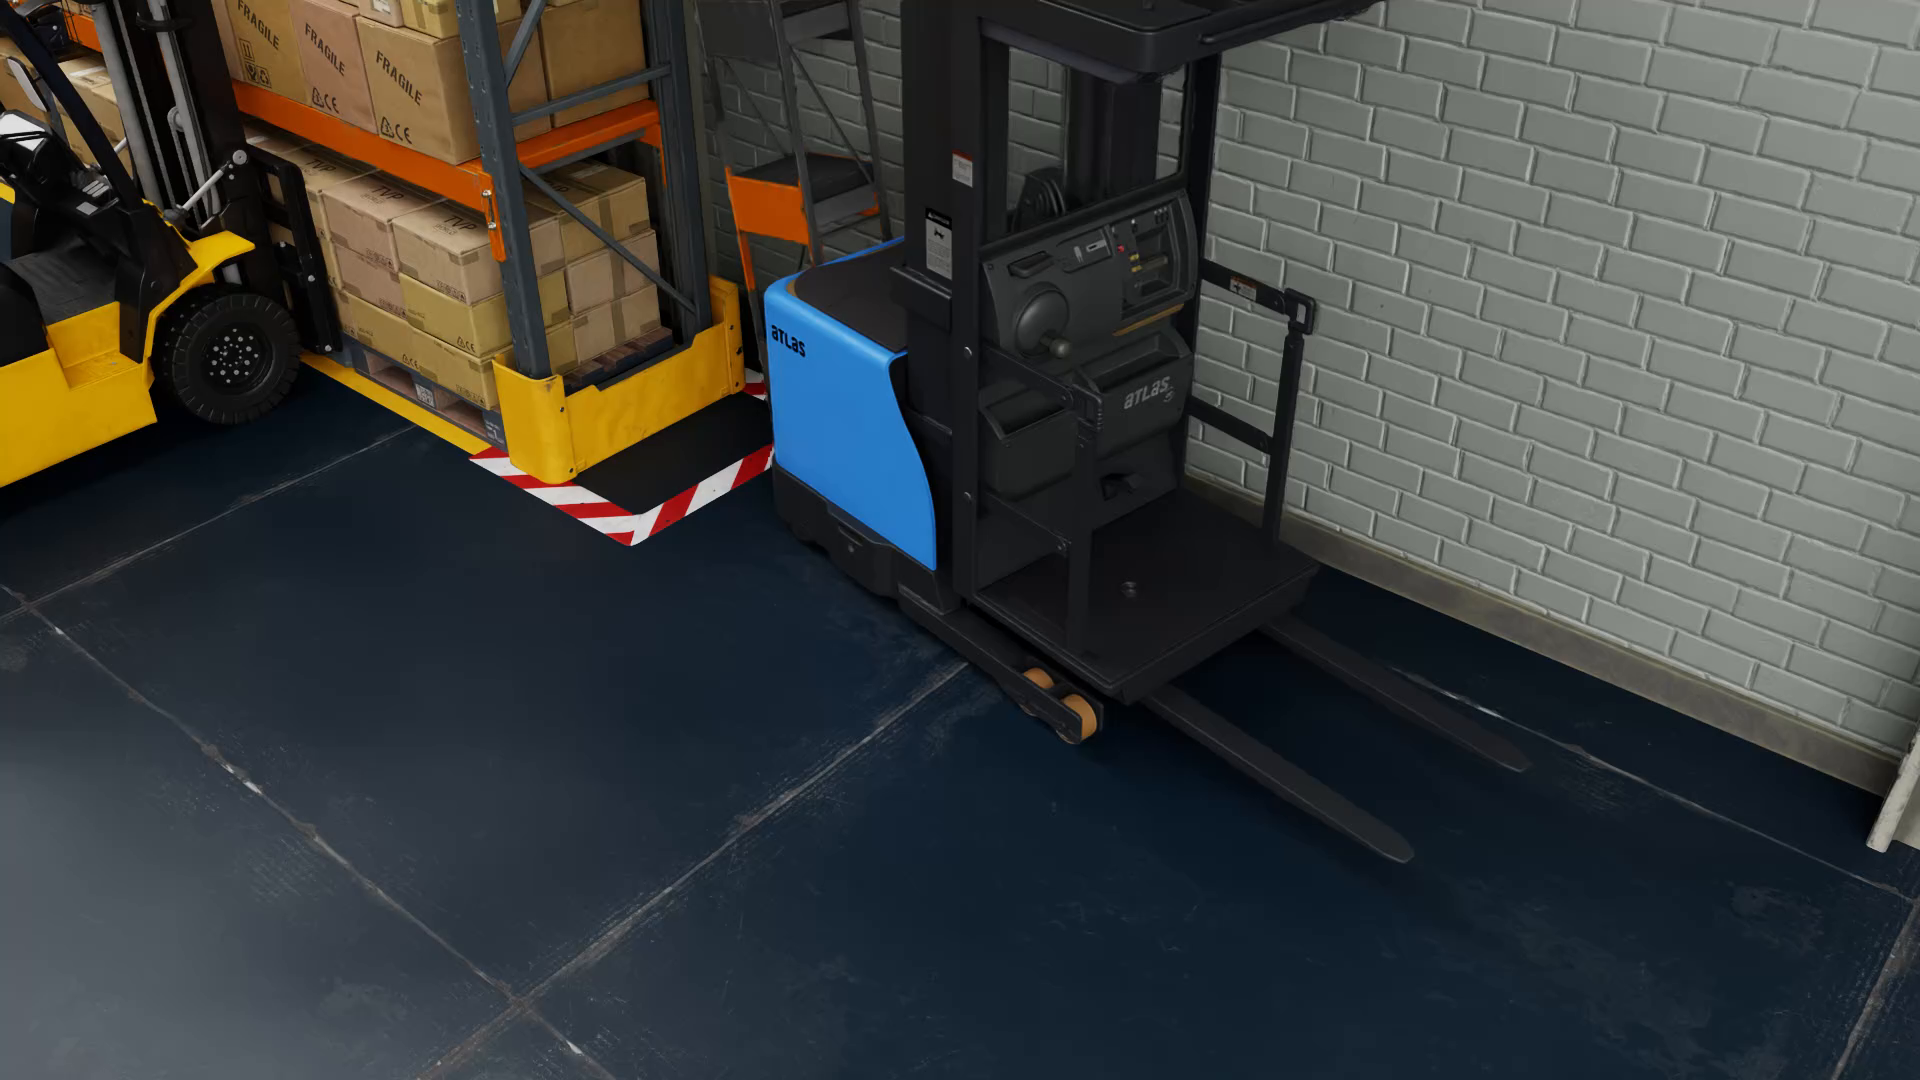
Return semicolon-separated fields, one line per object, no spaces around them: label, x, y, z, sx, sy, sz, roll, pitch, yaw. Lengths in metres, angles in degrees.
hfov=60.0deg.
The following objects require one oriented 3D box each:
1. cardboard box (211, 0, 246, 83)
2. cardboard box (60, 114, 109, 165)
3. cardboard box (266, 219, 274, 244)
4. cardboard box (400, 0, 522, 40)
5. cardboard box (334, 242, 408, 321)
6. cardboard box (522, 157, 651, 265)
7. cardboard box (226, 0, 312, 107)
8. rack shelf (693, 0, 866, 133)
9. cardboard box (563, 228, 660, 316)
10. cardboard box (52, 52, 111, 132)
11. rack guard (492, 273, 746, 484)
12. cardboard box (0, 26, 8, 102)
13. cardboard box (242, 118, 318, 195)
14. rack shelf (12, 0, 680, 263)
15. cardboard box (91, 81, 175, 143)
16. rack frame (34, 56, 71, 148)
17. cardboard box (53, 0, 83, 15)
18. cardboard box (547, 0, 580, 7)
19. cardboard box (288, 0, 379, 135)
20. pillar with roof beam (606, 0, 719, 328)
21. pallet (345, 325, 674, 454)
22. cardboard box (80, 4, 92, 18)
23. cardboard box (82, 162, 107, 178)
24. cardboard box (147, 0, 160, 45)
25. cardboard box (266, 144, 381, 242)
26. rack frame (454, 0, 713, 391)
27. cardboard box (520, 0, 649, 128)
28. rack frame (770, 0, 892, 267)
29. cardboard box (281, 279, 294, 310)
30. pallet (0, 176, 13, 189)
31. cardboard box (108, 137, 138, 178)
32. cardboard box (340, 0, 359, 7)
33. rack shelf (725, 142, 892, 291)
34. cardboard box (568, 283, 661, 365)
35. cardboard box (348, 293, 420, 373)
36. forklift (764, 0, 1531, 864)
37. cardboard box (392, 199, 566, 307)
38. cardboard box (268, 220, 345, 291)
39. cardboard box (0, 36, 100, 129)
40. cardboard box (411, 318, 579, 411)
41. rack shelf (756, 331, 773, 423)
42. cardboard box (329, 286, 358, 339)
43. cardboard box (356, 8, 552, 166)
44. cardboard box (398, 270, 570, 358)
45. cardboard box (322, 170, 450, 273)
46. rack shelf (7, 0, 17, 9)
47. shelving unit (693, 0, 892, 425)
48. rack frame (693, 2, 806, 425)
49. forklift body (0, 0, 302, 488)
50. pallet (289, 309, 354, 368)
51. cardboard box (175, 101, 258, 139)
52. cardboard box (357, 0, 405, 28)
cardboard box;-3.229;-2.443;7.570;0.500;0.500;0.500;26;42;32
cardboard box;-4.402;-2.169;8.874;0.500;0.250;0.500;25;42;32
cardboard box;-3.248;-1.616;8.070;0.500;0.250;0.500;25;42;32
cardboard box;-1.948;-2.096;6.491;0.250;0.149;0.380;26;42;32
cardboard box;-2.455;-1.256;7.545;0.500;0.250;0.500;25;42;31
cardboard box;-1.751;-1.492;7.447;0.500;0.250;0.500;25;41;31
cardboard box;-2.836;-2.266;7.312;0.500;0.500;0.500;24;41;31
rack shelf;-0.685;-1.901;6.421;0.431;0.518;0.480;-29;34;-35
cardboard box;-1.731;-1.290;7.595;0.500;0.250;0.500;26;42;33
cardboard box;-4.406;-2.372;8.729;0.500;0.250;0.500;25;41;31
rack guard;-1.484;-0.744;7.392;0.348;0.500;1.175;25;42;32
cardboard box;-5.576;-2.895;10.043;0.625;0.625;0.875;25;42;31
cardboard box;-3.231;-1.814;7.916;0.500;0.250;0.500;24;41;31
rack shelf;-3.040;-2.211;7.956;4.000;0.370;1.077;25;42;32
cardboard box;-4.019;-2.183;8.453;0.500;0.250;0.500;25;42;32
rack frame;-4.577;-3.232;8.807;0.127;3.000;1.000;25;42;32
cardboard box;-4.403;-2.999;8.379;0.500;0.500;0.500;24;41;31
cardboard box;-1.597;-2.328;6.829;0.250;0.149;0.380;24;41;31
cardboard box;-2.442;-2.081;7.042;0.500;0.500;0.500;27;43;33
pillar with roof beam;-4.215;-3.028;3.210;0.400;9.000;9.100;25;42;32
pallet;-2.117;-0.893;7.863;1.213;0.211;1.003;25;42;32
cardboard box;-3.992;-2.818;8.115;0.500;0.500;0.500;26;42;33
cardboard box;-4.417;-1.953;9.002;0.500;0.250;0.500;26;42;32
cardboard box;-3.602;-2.635;7.849;0.500;0.500;0.500;25;42;31
cardboard box;-2.846;-1.627;7.644;0.500;0.250;0.500;26;42;32
rack frame;-1.503;-1.783;6.697;0.127;3.000;1.000;25;42;32
cardboard box;-1.706;-2.125;7.106;0.500;0.500;0.500;27;43;33
rack frame;-0.434;-1.233;6.566;0.400;2.100;0.015;-29;34;-35
cardboard box;-3.234;-1.404;8.202;0.500;0.250;0.500;27;43;33
pallet;-5.168;-2.333;9.960;1.213;0.211;1.003;25;42;32
cardboard box;-4.014;-1.987;8.610;0.500;0.250;0.500;25;42;32
cardboard box;-2.324;-2.296;6.782;0.250;0.149;0.380;26;42;33
rack shelf;-0.600;-1.283;6.738;0.431;0.518;0.480;-29;34;-35
cardboard box;-1.755;-1.086;7.740;0.500;0.250;0.500;25;42;32
cardboard box;-2.442;-1.040;7.673;0.500;0.250;0.500;25;42;32
forklift;0.586;-0.834;5.375;1.130;2.935;3.031;-26;42;-33
cardboard box;-2.056;-1.266;7.119;0.500;0.250;0.500;27;43;33
cardboard box;-2.865;-1.434;7.804;0.500;0.250;0.500;24;41;31
cardboard box;-4.985;-2.611;9.628;0.625;0.625;0.875;27;43;34
cardboard box;-2.066;-0.856;7.404;0.500;0.250;0.500;26;42;32
rack shelf;-0.516;-0.665;7.055;0.431;0.518;0.480;-29;34;-35
cardboard box;-2.821;-1.225;7.942;0.500;0.250;0.500;26;42;32
cardboard box;-2.049;-1.889;6.762;0.500;0.500;0.500;24;41;31
cardboard box;-2.077;-1.069;7.274;0.500;0.250;0.500;25;41;31
cardboard box;-2.452;-1.449;7.385;0.500;0.250;0.500;26;42;33
rack shelf;-6.114;-3.660;10.065;4.000;0.370;1.077;25;42;32
shelving unit;-0.602;-1.295;6.732;0.431;2.100;0.503;-29;34;-35
rack frame;-0.770;-1.357;6.898;0.400;2.100;0.015;-29;34;-35
forklift body;-4.127;-1.327;6.782;1.214;2.155;2.313;25;42;32
pallet;-3.050;-1.335;8.507;1.213;0.211;1.003;25;42;32
cardboard box;-3.629;-2.008;8.198;0.500;0.250;0.500;27;43;33
cardboard box;-2.164;-2.175;6.607;0.250;0.149;0.380;26;42;33
